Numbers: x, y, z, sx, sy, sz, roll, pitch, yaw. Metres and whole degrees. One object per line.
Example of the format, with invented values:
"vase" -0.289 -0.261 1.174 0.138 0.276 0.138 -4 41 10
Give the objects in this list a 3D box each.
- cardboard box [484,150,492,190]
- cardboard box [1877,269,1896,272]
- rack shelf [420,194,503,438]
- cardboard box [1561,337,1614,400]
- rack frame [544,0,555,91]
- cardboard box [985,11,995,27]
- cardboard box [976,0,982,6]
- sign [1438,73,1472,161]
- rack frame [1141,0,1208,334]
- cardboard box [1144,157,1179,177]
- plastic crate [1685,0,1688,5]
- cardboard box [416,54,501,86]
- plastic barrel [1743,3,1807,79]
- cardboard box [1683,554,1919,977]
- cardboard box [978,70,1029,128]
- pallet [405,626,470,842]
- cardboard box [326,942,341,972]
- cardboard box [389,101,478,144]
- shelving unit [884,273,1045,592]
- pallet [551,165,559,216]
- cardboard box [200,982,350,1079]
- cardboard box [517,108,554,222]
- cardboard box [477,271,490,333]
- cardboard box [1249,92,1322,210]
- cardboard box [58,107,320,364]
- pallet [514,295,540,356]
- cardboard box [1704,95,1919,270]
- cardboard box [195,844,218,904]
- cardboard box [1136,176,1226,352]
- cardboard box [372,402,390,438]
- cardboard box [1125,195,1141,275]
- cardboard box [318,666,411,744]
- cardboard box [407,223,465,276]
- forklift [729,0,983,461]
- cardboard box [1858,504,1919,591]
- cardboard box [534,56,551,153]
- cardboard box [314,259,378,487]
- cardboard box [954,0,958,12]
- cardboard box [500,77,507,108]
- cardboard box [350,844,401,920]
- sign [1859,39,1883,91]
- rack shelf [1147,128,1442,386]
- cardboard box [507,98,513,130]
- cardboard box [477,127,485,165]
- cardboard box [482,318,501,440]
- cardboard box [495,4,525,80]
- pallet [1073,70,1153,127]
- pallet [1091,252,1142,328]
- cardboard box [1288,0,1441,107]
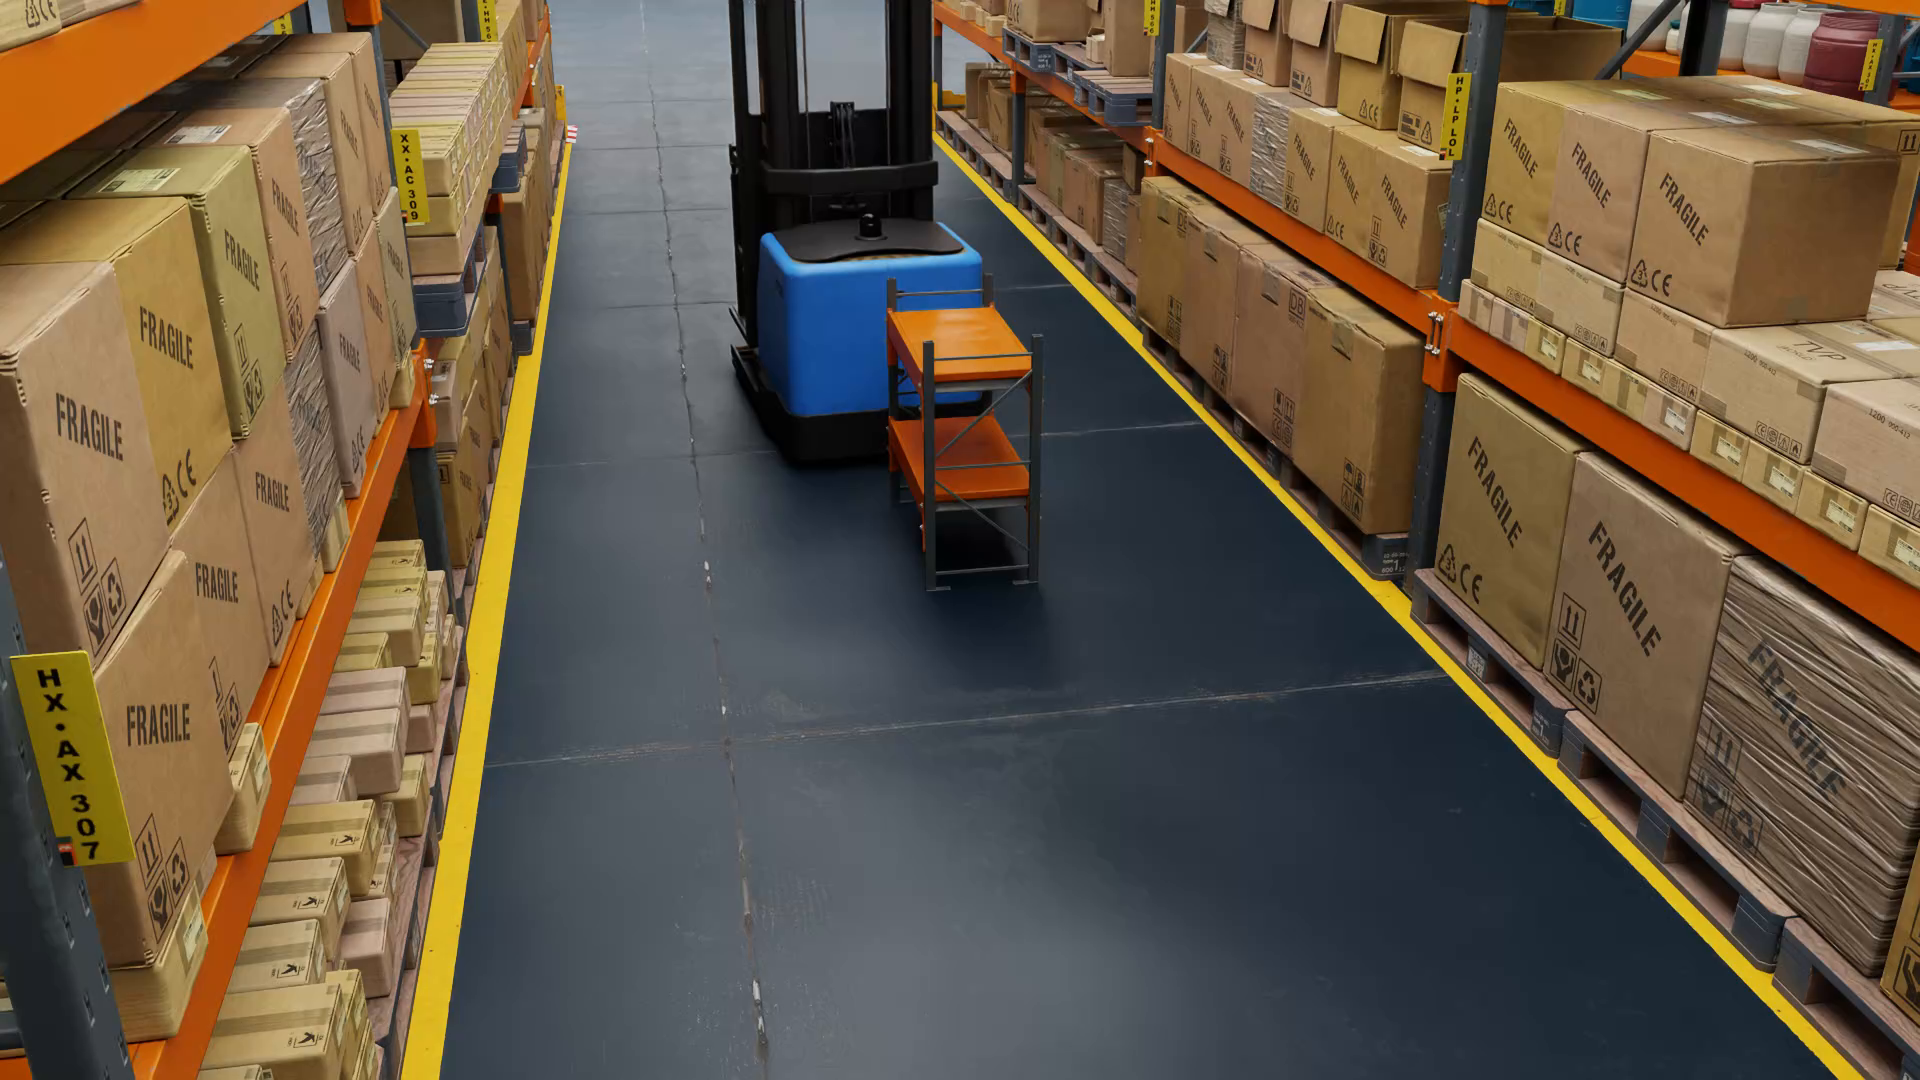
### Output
"cardboard box" -2.378 -1.717 7.722 0.380 0.149 0.250 -5 24 -12
"cardboard box" 2.864 -0.875 5.822 0.500 0.250 0.500 -4 24 -8
"rack shelf" -2.837 -1.295 7.866 1.077 0.370 4.000 -4 24 -10
"cardboard box" 2.302 -0.599 5.687 0.380 0.149 0.250 -5 24 -11
"rack frame" -4.686 -5.558 16.728 1.000 3.000 0.127 -4 24 -10
"cardboard box" 0.435 -4.755 15.203 0.380 0.149 0.250 -4 24 -10
"cardboard box" 0.623 -5.264 15.558 0.875 0.500 0.500 -4 24 -10
"sign" 1.894 -1.616 6.354 0.100 0.325 0.005 -4 24 -10
"rack frame" 1.686 -2.739 10.273 1.000 3.000 0.127 -4 24 -10
"cardboard box" 1.533 -2.400 11.133 0.500 0.250 0.500 -3 24 -8
"plastic crate" 6.204 -4.540 14.317 0.402 0.464 0.583 -4 24 -10
"cardboard box" -2.573 -2.400 8.544 0.380 0.149 0.250 -4 24 -8
"plastic barrel" 6.076 -3.711 12.359 0.421 0.512 0.421 0 24 0
"cardboard box" 2.800 0.586 4.791 0.875 0.875 0.875 -4 24 -10
"cardboard box" 0.450 -4.453 16.796 0.500 0.500 0.500 2 24 4
"pallet" -2.308 0.702 5.880 1.003 0.211 1.213 -4 24 -10
"cardboard box" -1.783 1.080 4.195 0.380 0.149 0.250 -5 24 -12
"cardboard box" -2.282 -1.786 7.138 0.380 0.149 0.250 -5 24 -10
"shelving unit" 0.001 -0.513 7.519 0.538 1.125 1.048 -4 24 -10
"pallet" -4.010 -3.012 14.382 1.003 0.211 1.213 -4 24 -10
"cardboard box" -1.580 1.138 3.692 0.380 0.149 0.250 -4 24 -10
"cardboard box" -3.743 -2.909 12.948 1.050 0.750 0.750 -4 24 -10
"cardboard box" -2.640 -1.153 8.304 0.500 0.250 0.500 -4 24 -9
"cardboard box" 1.795 -1.972 8.393 0.500 0.500 0.500 -4 24 -10
"cardboard box" -1.821 -0.706 3.872 0.500 0.500 0.500 -5 24 -11
"pallet" -3.279 -1.449 10.804 1.003 0.211 1.213 -4 24 -10
"cardboard box" 2.862 -1.218 5.670 0.500 0.500 0.500 -4 24 -9
"cardboard box" -1.553 0.602 2.938 0.380 0.149 0.250 -3 24 -8
"cardboard box" 1.793 -1.684 9.989 1.225 0.875 0.875 -5 24 -12
"cardboard box" -2.039 -0.425 5.289 0.380 0.149 0.250 -3 24 -8
"cardboard box" 1.543 -2.057 11.285 0.700 0.500 0.500 -6 24 -13
"cardboard box" -1.894 0.527 5.090 0.380 0.149 0.250 -5 24 -12
"cardboard box" -2.088 -1.104 6.320 0.380 0.149 0.250 -5 24 -12
"forklift" -0.756 -2.313 9.384 1.130 2.935 3.031 -6 24 -14
"cardboard box" 2.586 0.006 4.303 0.380 0.149 0.250 -5 24 -11
"cardboard box" -4.165 -3.810 14.856 0.875 0.875 0.875 -4 24 -9
"cardboard box" -1.915 -0.451 4.537 0.500 0.500 0.500 -4 24 -10
"cardboard box" 0.151 -5.344 16.553 0.380 0.149 0.250 -4 24 -10
"cardboard box" -2.617 -2.359 8.822 0.380 0.149 0.250 -3 24 -8
"cardboard box" -1.809 1.012 4.722 0.380 0.149 0.250 -4 24 -10
"sign" 6.014 -3.136 10.980 0.100 0.325 0.005 -4 24 -10
"rack shelf" 2.056 -1.622 8.615 1.077 0.370 4.000 -4 24 -10
"cardboard box" -2.664 -2.329 9.123 0.380 0.149 0.250 -4 24 -9
"cardboard box" -2.336 -1.756 7.441 0.380 0.149 0.250 -5 24 -11
"cardboard box" -2.622 -0.807 8.449 0.500 0.500 0.500 -5 24 -12
"cardboard box" -3.494 -3.646 12.226 0.500 0.500 0.500 -5 24 -10
"pallet" 1.450 -2.923 10.935 1.213 0.211 1.003 -4 24 -10
"pallet" 1.543 -1.768 11.535 1.003 0.211 1.213 -4 24 -10
"cardboard box" 2.054 -2.435 8.200 0.797 0.503 0.637 -4 24 -8
